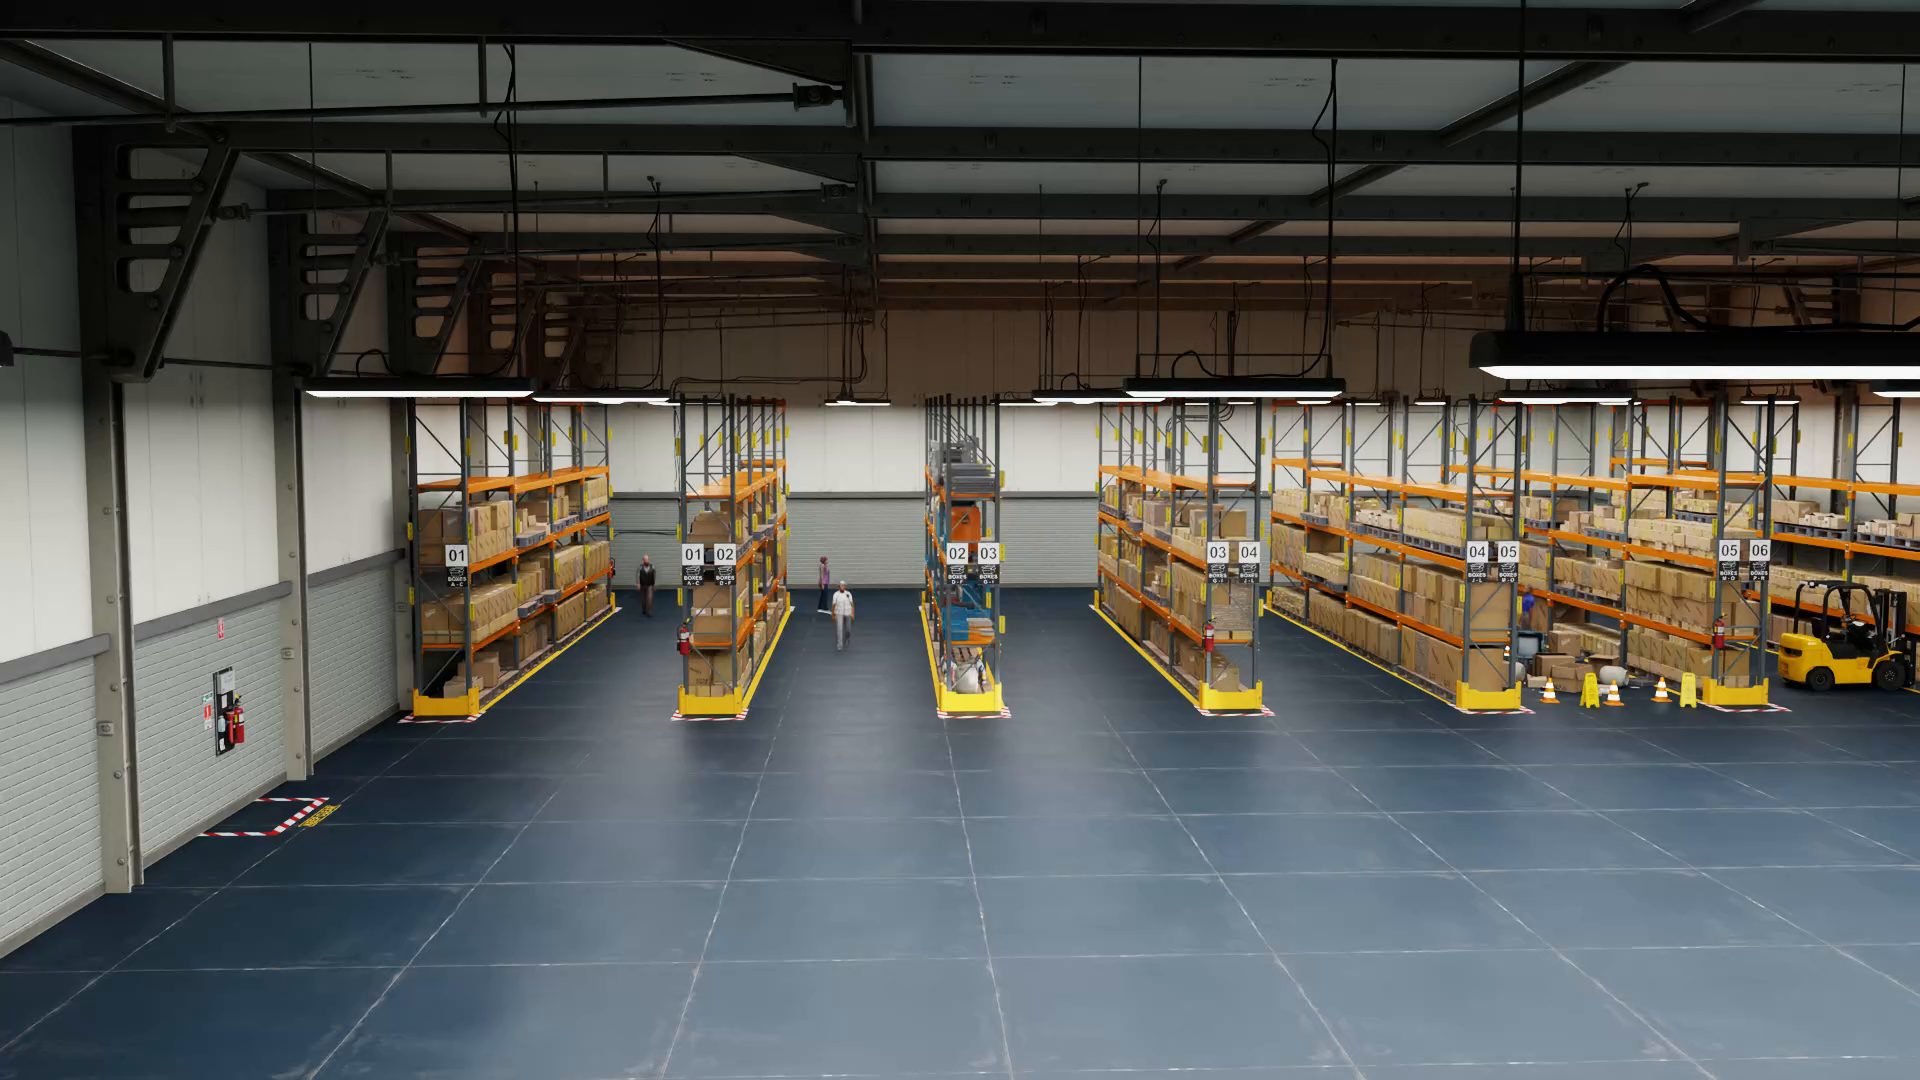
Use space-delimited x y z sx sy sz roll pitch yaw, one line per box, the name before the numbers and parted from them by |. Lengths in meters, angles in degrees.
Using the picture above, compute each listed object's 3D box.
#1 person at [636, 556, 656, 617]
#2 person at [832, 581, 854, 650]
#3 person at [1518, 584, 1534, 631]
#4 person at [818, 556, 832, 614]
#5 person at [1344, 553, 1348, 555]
person | -8.638 1.271 45.742 0.530 1.687 0.976 -1 5 -7
person | -2.799 1.779 39.670 0.519 1.611 0.932 -1 5 -9
person | 13.173 1.847 38.647 0.396 1.656 0.480 2 5 22
person | -3.747 1.255 46.525 0.498 1.614 0.443 1 5 9
person | 11.293 1.107 48.537 0.923 1.547 0.492 1 5 17
